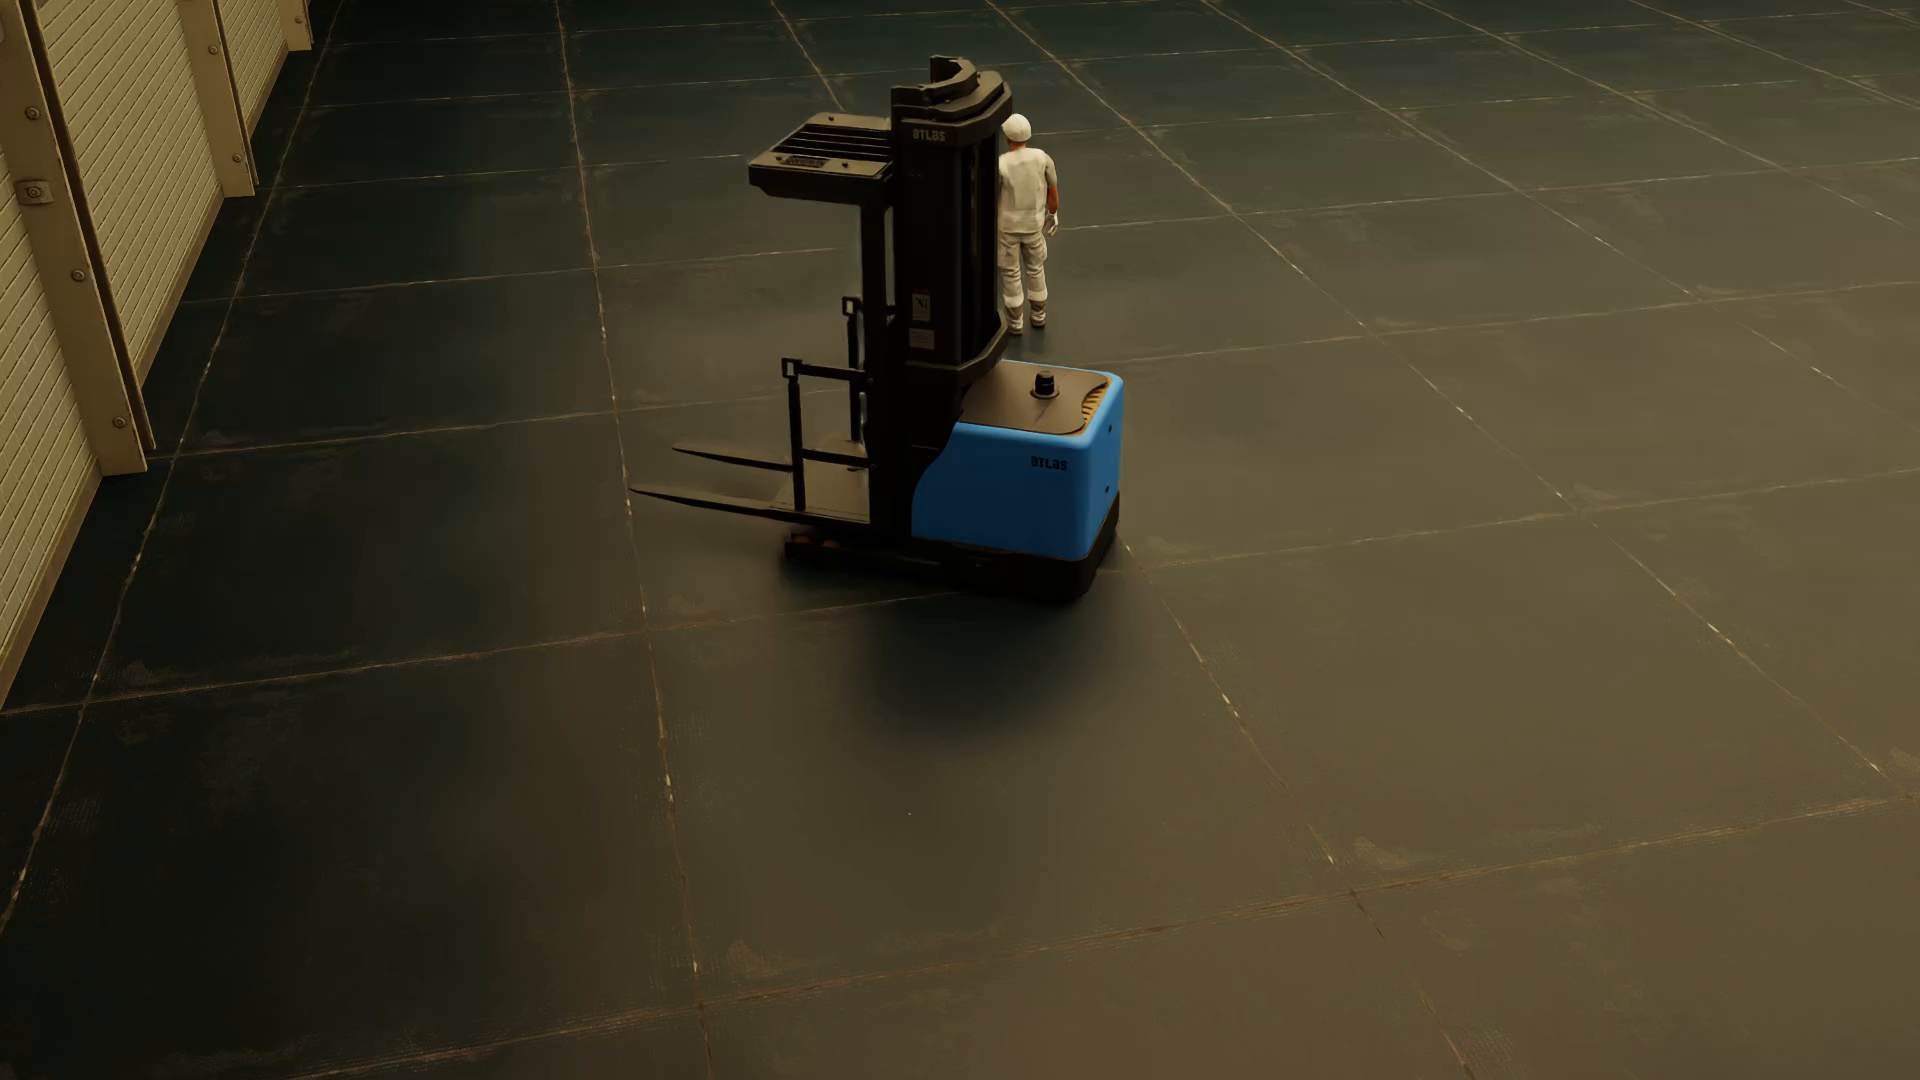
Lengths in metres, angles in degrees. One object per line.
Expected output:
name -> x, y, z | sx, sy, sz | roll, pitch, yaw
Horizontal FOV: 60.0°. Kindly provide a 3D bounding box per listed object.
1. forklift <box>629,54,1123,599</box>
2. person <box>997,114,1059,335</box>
forklift -> -0.572, -1.340, 9.889 | 3.031, 2.935, 1.130 | 9, 31, 15
person -> 0.444, -2.474, 12.972 | 0.637, 1.787, 0.565 | -7, 31, -12
